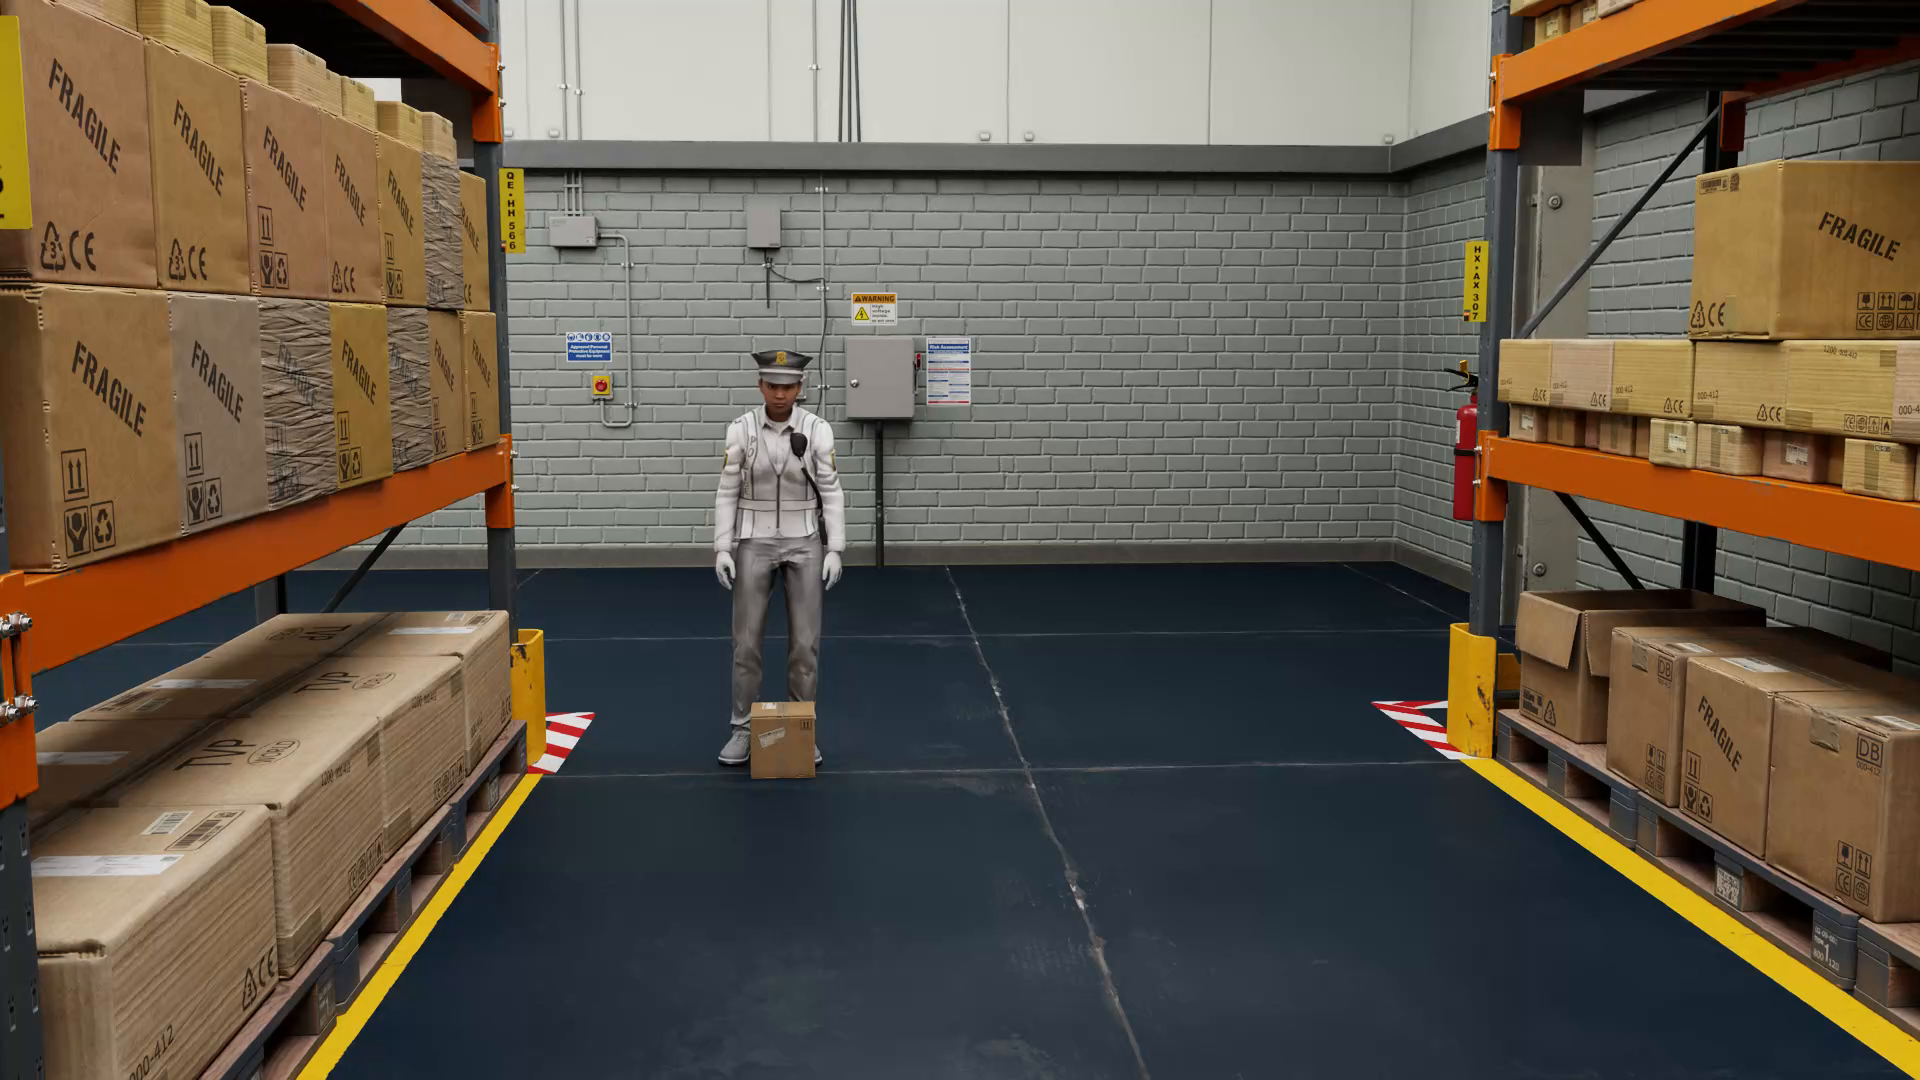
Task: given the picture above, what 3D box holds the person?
[{"bbox_3d":[-0.728,0.063,6.721,0.530,1.664,0.404,0,7,-3],"label":"person"}]
